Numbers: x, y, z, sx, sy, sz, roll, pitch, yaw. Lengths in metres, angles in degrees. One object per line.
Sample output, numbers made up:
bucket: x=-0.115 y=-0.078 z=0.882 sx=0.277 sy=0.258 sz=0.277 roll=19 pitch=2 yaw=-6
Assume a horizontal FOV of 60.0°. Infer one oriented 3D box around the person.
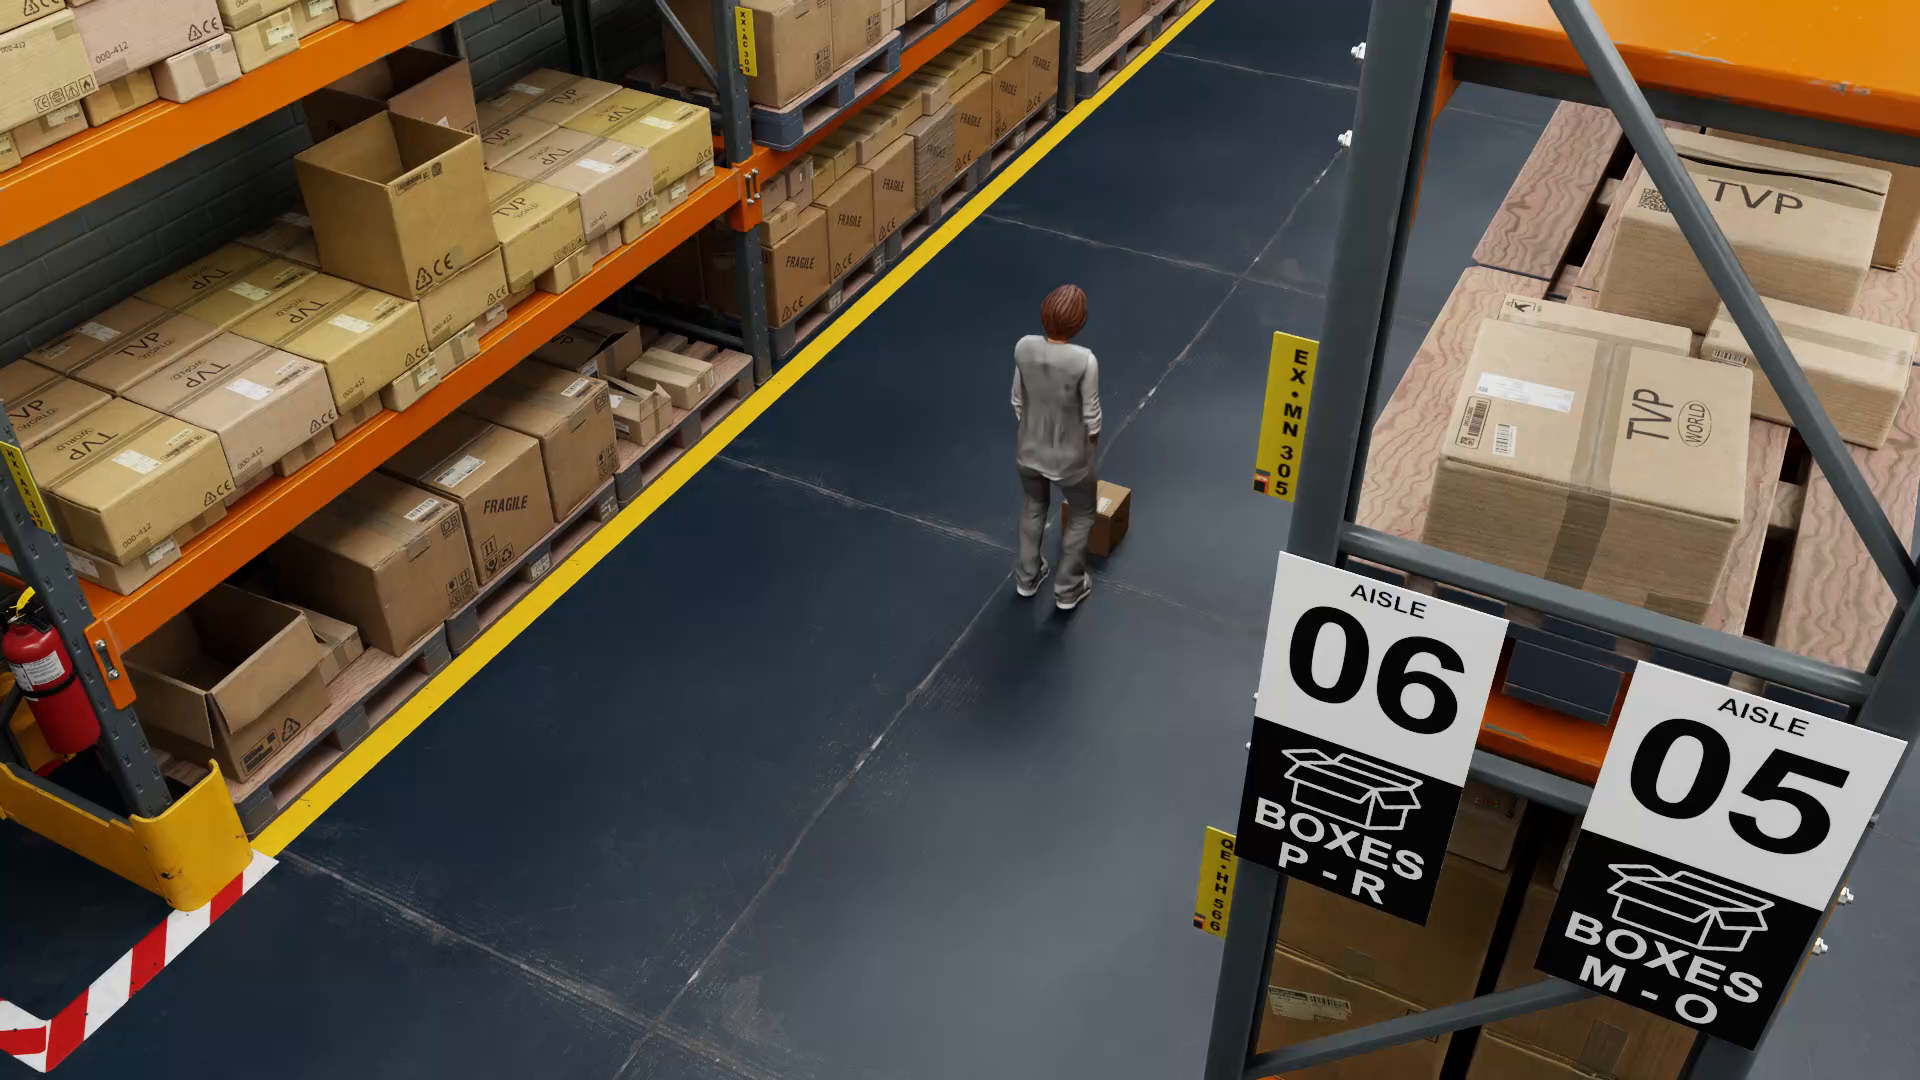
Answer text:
person: x=0.406 y=-0.377 z=7.276 sx=0.423 sy=1.550 sz=0.368 roll=19 pitch=42 yaw=22
